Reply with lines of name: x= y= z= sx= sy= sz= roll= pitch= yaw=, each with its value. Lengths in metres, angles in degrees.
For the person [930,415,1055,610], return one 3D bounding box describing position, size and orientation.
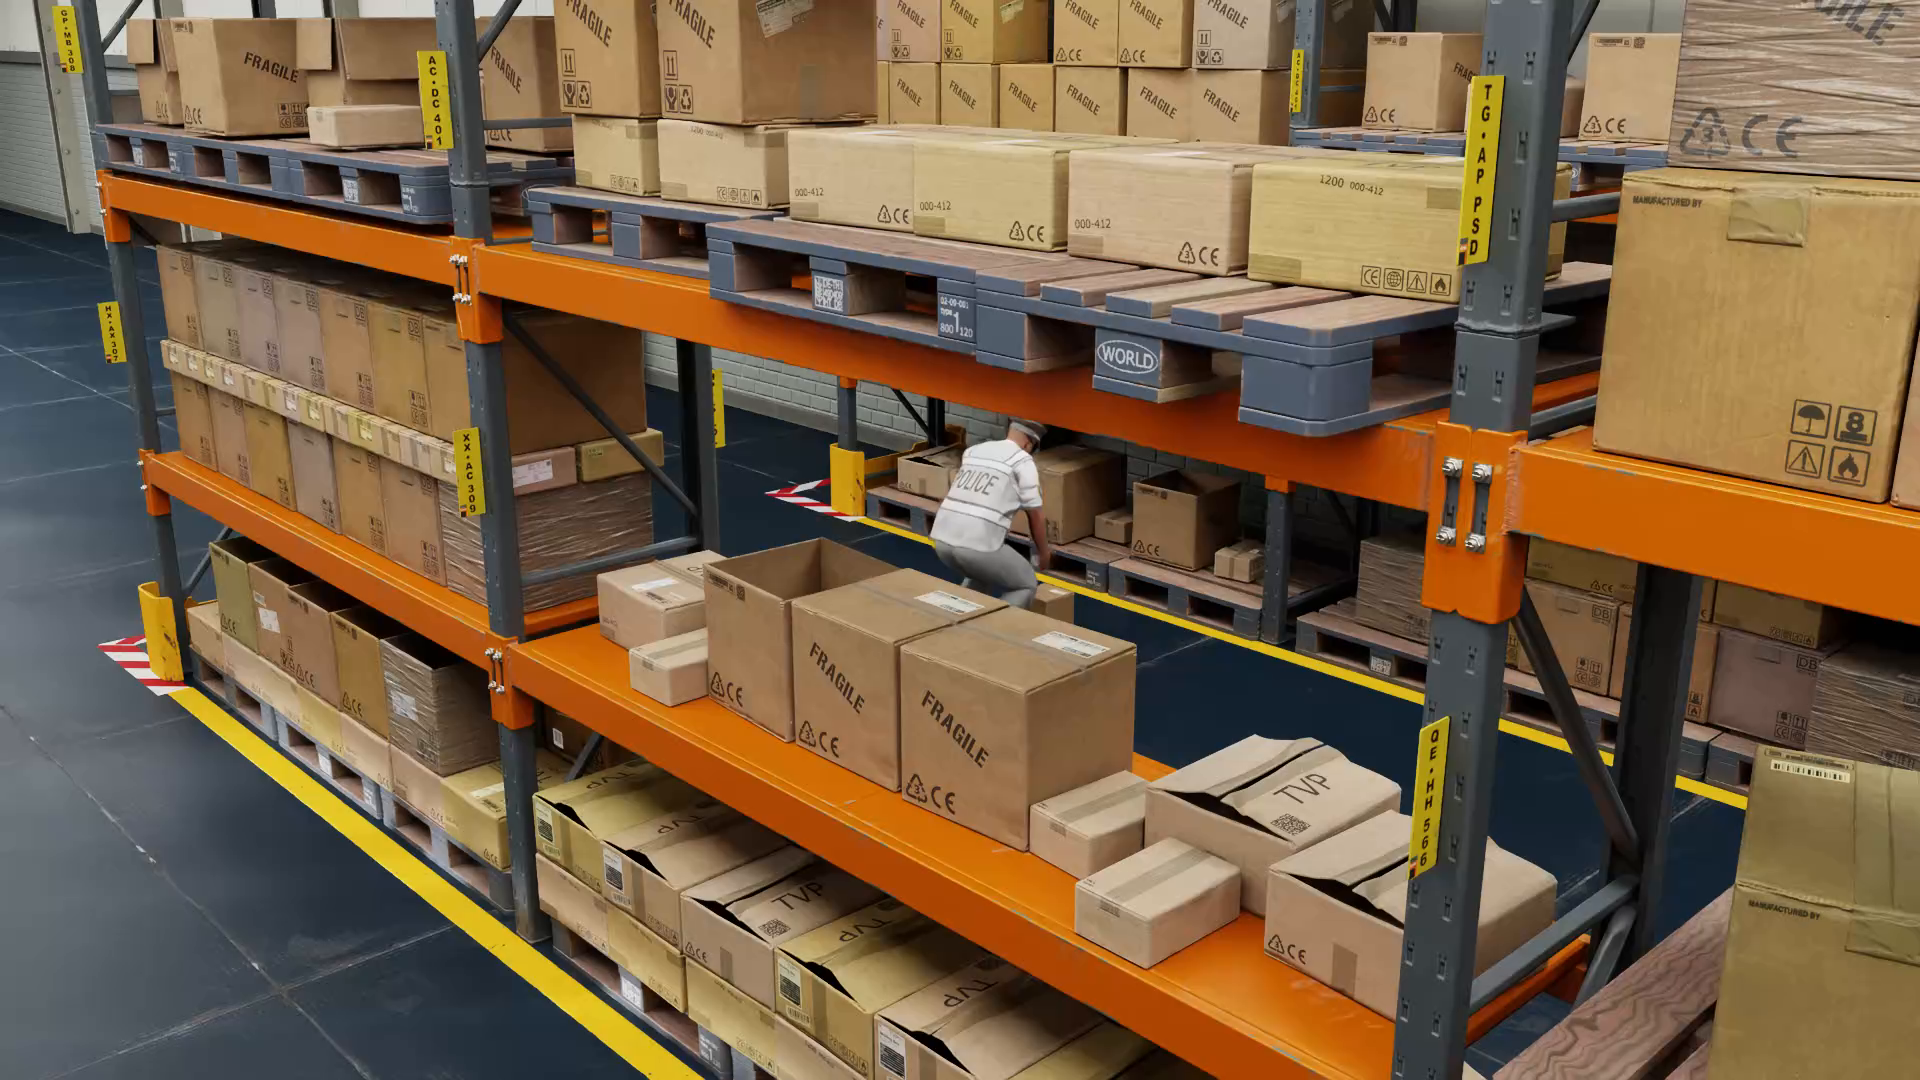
person: x=0.186 y=-0.021 z=9.744 sx=0.826 sy=1.381 sz=0.590 roll=-16 pitch=23 yaw=-41
